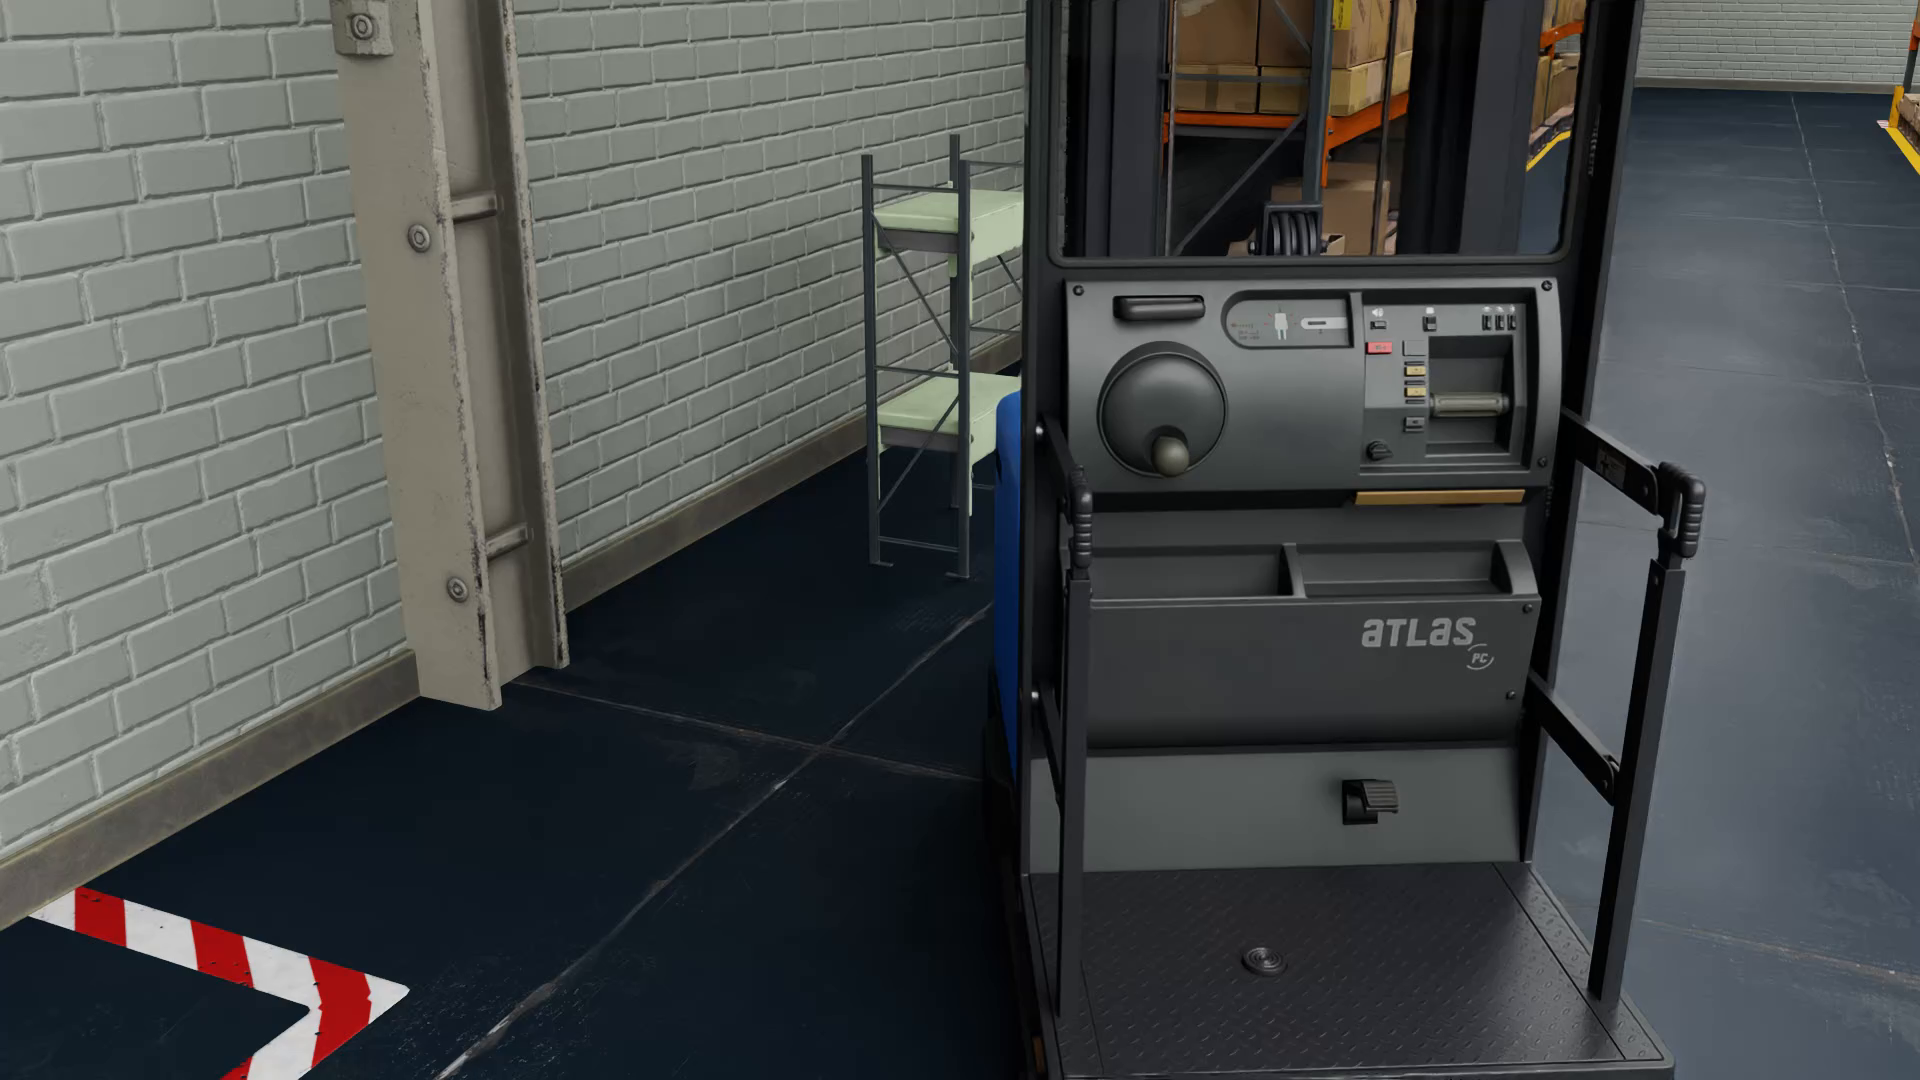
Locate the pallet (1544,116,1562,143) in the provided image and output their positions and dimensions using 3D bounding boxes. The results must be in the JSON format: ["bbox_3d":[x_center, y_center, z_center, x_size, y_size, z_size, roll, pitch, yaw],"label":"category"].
[{"bbox_3d":[6.782,-5.056,20.372,1.003,0.211,1.213,9,21,23],"label":"pallet"}]

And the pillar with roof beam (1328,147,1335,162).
[{"bbox_3d":[7.368,-6.883,12.393,9.100,9.000,0.400,9,21,23],"label":"pillar with roof beam"}]

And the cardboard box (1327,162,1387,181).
[{"bbox_3d":[2.735,-2.410,11.842,0.500,0.500,0.500,7,21,19],"label":"cardboard box"}]

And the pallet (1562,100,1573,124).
[{"bbox_3d":[7.781,-5.802,22.469,1.003,0.211,1.213,9,21,23],"label":"pallet"}]

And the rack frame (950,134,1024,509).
[{"bbox_3d":[0.147,-0.816,6.526,0.400,1.500,0.023,9,21,23],"label":"rack frame"}]

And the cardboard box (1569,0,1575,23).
[{"bbox_3d":[7.229,-6.900,20.946,0.980,0.700,0.700,7,21,20],"label":"cardboard box"}]

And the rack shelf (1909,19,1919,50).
[{"bbox_3d":[11.739,-5.742,19.213,1.077,0.370,4.000,9,21,23],"label":"rack shelf"}]

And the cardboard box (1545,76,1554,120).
[{"bbox_3d":[6.799,-5.383,20.233,0.700,0.500,0.500,9,21,23],"label":"cardboard box"}]

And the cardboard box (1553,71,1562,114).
[{"bbox_3d":[7.220,-5.693,21.104,0.700,0.500,0.500,9,22,24],"label":"cardboard box"}]

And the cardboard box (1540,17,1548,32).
[{"bbox_3d":[6.236,-5.655,18.239,0.380,0.149,0.250,9,21,23],"label":"cardboard box"}]

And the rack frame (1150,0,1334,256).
[{"bbox_3d":[1.486,-2.480,8.966,1.000,3.000,0.127,9,21,23],"label":"rack frame"}]

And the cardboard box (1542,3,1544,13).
[{"bbox_3d":[5.827,-5.706,17.415,0.500,0.500,0.500,9,22,24],"label":"cardboard box"}]

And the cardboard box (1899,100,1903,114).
[{"bbox_3d":[11.971,-5.408,20.770,0.380,0.166,0.250,9,21,23],"label":"cardboard box"}]

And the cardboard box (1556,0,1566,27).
[{"bbox_3d":[6.637,-6.454,19.691,0.980,0.700,0.700,9,21,24],"label":"cardboard box"}]

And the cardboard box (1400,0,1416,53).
[{"bbox_3d":[2.585,-3.343,10.468,0.500,0.500,0.500,9,22,24],"label":"cardboard box"}]

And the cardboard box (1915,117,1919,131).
[{"bbox_3d":[10.994,-4.670,18.722,0.380,0.149,0.250,9,21,23],"label":"cardboard box"}]

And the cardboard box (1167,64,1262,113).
[{"bbox_3d":[1.500,-2.589,9.465,0.500,0.250,0.500,9,21,23],"label":"cardboard box"}]

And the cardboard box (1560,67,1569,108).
[{"bbox_3d":[7.637,-6.011,21.998,0.700,0.500,0.500,8,21,23],"label":"cardboard box"}]

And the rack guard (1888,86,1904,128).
[{"bbox_3d":[12.527,-5.492,21.165,1.175,0.500,0.348,9,21,23],"label":"rack guard"}]

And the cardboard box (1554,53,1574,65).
[{"bbox_3d":[7.956,-6.405,22.138,0.380,0.149,0.250,8,21,22],"label":"cardboard box"}]

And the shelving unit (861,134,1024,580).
[{"bbox_3d":[-0.003,-0.705,6.212,0.431,1.500,0.755,9,21,23],"label":"shelving unit"}]

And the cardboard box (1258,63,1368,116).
[{"bbox_3d":[1.975,-2.525,9.285,0.500,0.250,0.500,8,21,21],"label":"cardboard box"}]

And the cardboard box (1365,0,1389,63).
[{"bbox_3d":[2.167,-3.027,9.578,0.500,0.500,0.500,9,21,23],"label":"cardboard box"}]

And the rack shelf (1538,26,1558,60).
[{"bbox_3d":[5.581,-5.198,17.683,1.077,0.370,4.000,9,21,23],"label":"rack shelf"}]

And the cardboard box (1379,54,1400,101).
[{"bbox_3d":[2.389,-2.840,10.173,0.500,0.250,0.500,8,21,22],"label":"cardboard box"}]

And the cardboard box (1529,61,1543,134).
[{"bbox_3d":[5.891,-4.845,18.197,0.750,0.750,0.750,9,22,24],"label":"cardboard box"}]

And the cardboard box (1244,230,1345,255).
[{"bbox_3d":[2.084,-1.794,10.393,0.500,0.311,0.500,11,22,27],"label":"cardboard box"}]

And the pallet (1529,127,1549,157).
[{"bbox_3d":[6.152,-4.589,19.056,1.003,0.211,1.213,9,21,23],"label":"pallet"}]

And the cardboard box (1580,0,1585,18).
[{"bbox_3d":[7.838,-7.355,22.227,0.980,0.700,0.700,10,22,25],"label":"cardboard box"}]

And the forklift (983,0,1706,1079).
[{"bbox_3d":[0.673,-0.290,2.910,1.130,2.935,3.031,-1,20,-3],"label":"forklift"}]

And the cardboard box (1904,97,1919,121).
[{"bbox_3d":[11.667,-5.172,19.981,0.500,0.250,0.500,9,21,23],"label":"cardboard box"}]

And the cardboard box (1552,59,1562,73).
[{"bbox_3d":[7.320,-5.928,20.797,0.380,0.149,0.250,8,21,21],"label":"cardboard box"}]

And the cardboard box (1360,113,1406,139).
[{"bbox_3d":[3.587,-3.448,13.643,0.500,0.250,0.500,8,21,22],"label":"cardboard box"}]

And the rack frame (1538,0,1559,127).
[{"bbox_3d":[6.400,-6.149,19.281,1.000,3.000,0.127,9,21,23],"label":"rack frame"}]

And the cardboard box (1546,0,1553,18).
[{"bbox_3d":[6.241,-6.012,18.275,0.500,0.500,0.500,9,21,23],"label":"cardboard box"}]

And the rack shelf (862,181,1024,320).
[{"bbox_3d":[-0.003,-1.072,6.081,0.431,0.370,0.720,9,21,23],"label":"rack shelf"}]

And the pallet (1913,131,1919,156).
[{"bbox_3d":[11.202,-4.366,18.430,1.003,0.211,1.213,9,21,23],"label":"pallet"}]

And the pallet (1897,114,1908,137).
[{"bbox_3d":[12.202,-5.112,20.528,1.003,0.211,1.213,9,21,23],"label":"pallet"}]

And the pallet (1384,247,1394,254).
[{"bbox_3d":[2.383,-1.805,11.229,1.003,0.211,1.213,9,21,23],"label":"pallet"}]
